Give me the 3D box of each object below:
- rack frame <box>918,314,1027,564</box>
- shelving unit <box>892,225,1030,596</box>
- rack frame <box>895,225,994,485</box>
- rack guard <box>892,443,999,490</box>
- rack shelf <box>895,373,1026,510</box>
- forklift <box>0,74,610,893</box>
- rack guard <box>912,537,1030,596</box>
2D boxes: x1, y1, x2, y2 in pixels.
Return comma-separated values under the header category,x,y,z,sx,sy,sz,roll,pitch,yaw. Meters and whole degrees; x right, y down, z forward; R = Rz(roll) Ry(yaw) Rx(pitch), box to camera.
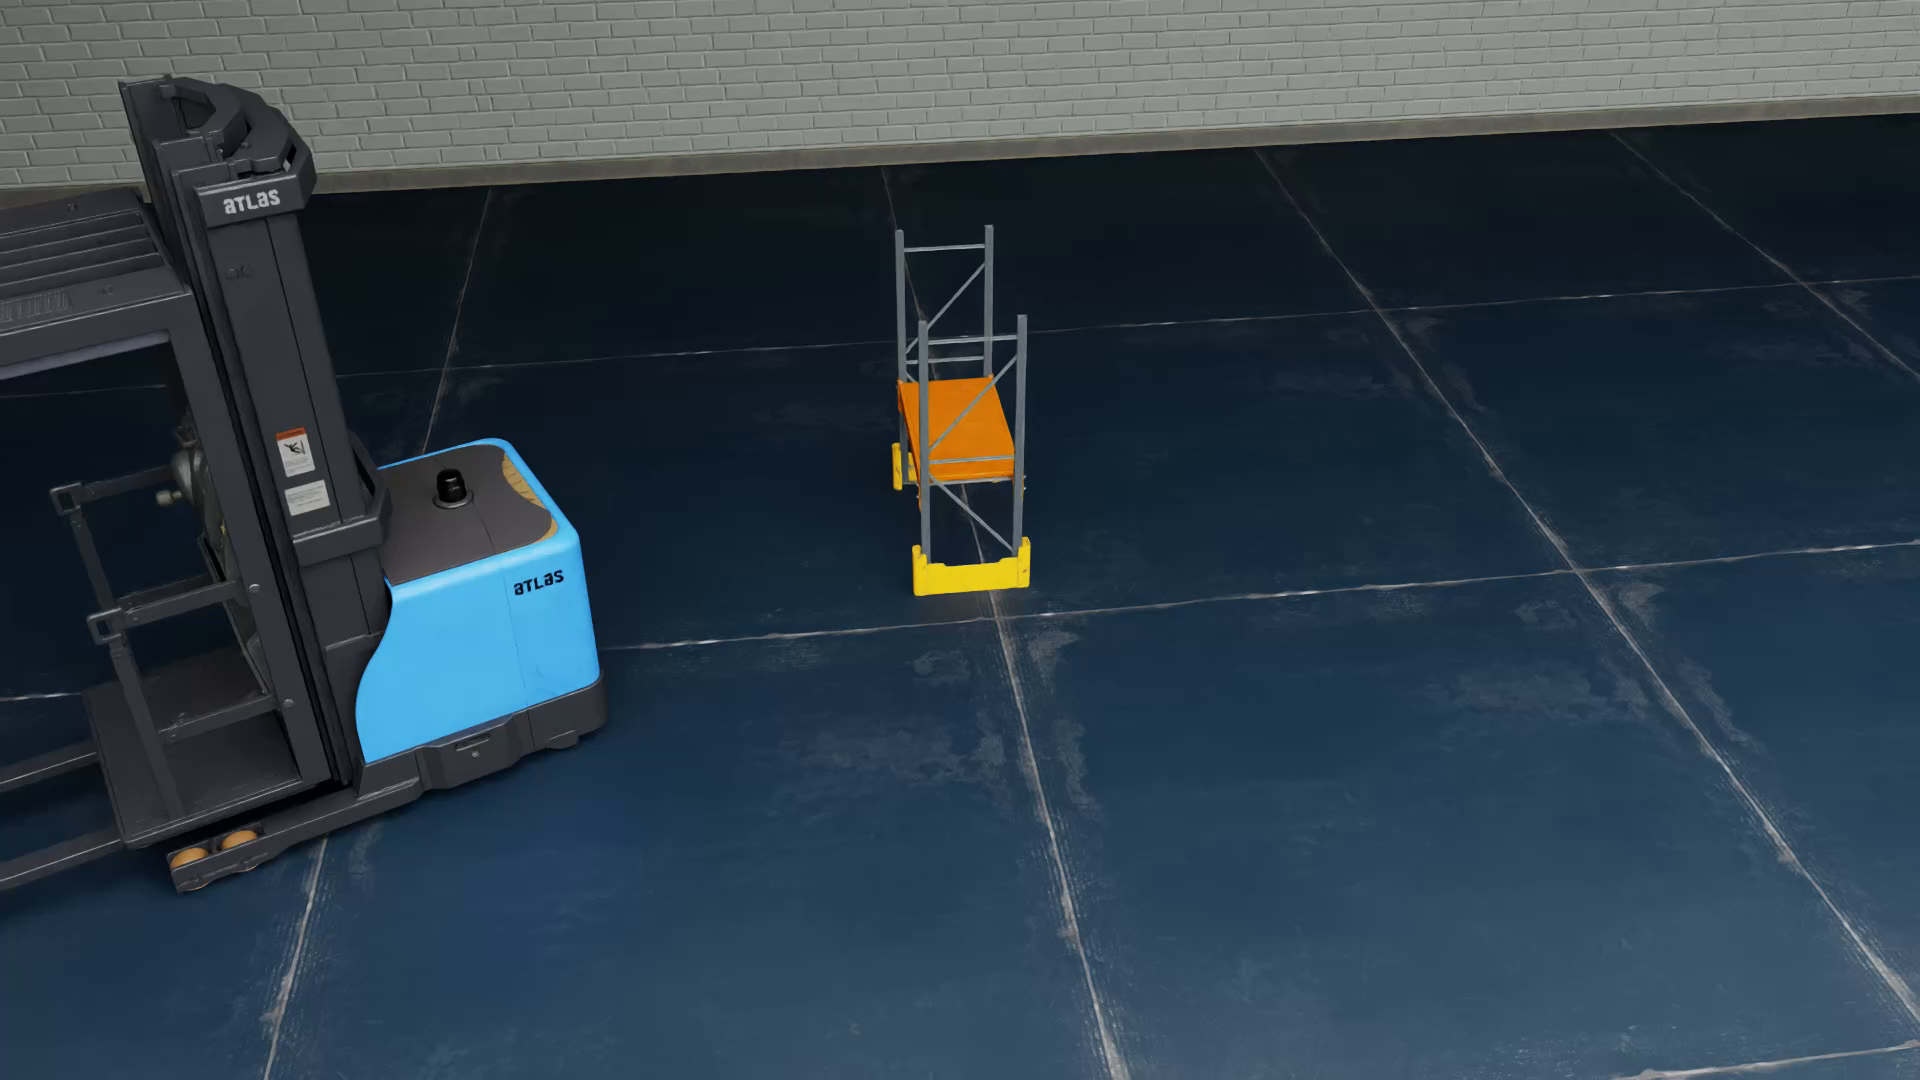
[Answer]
category,x,y,z,sx,sy,sz,roll,pitch,yaw
rack frame,0.057,-0.384,7.981,0.500,1.500,0.032,-4,35,-6
shelving unit,-0.010,-0.662,8.390,0.587,1.500,1.083,-4,35,-6
rack frame,-0.080,-0.951,8.814,0.500,1.500,0.032,-4,35,-6
rack guard,-0.077,-0.424,9.150,0.587,0.250,0.087,-4,35,-6
rack shelf,-0.011,-0.519,8.499,0.538,0.185,1.000,-4,35,-6
forklift,-3.099,-0.146,6.361,3.031,2.935,1.130,-19,39,-26
rack guard,0.057,0.132,8.334,0.587,0.250,0.087,-4,35,-6
